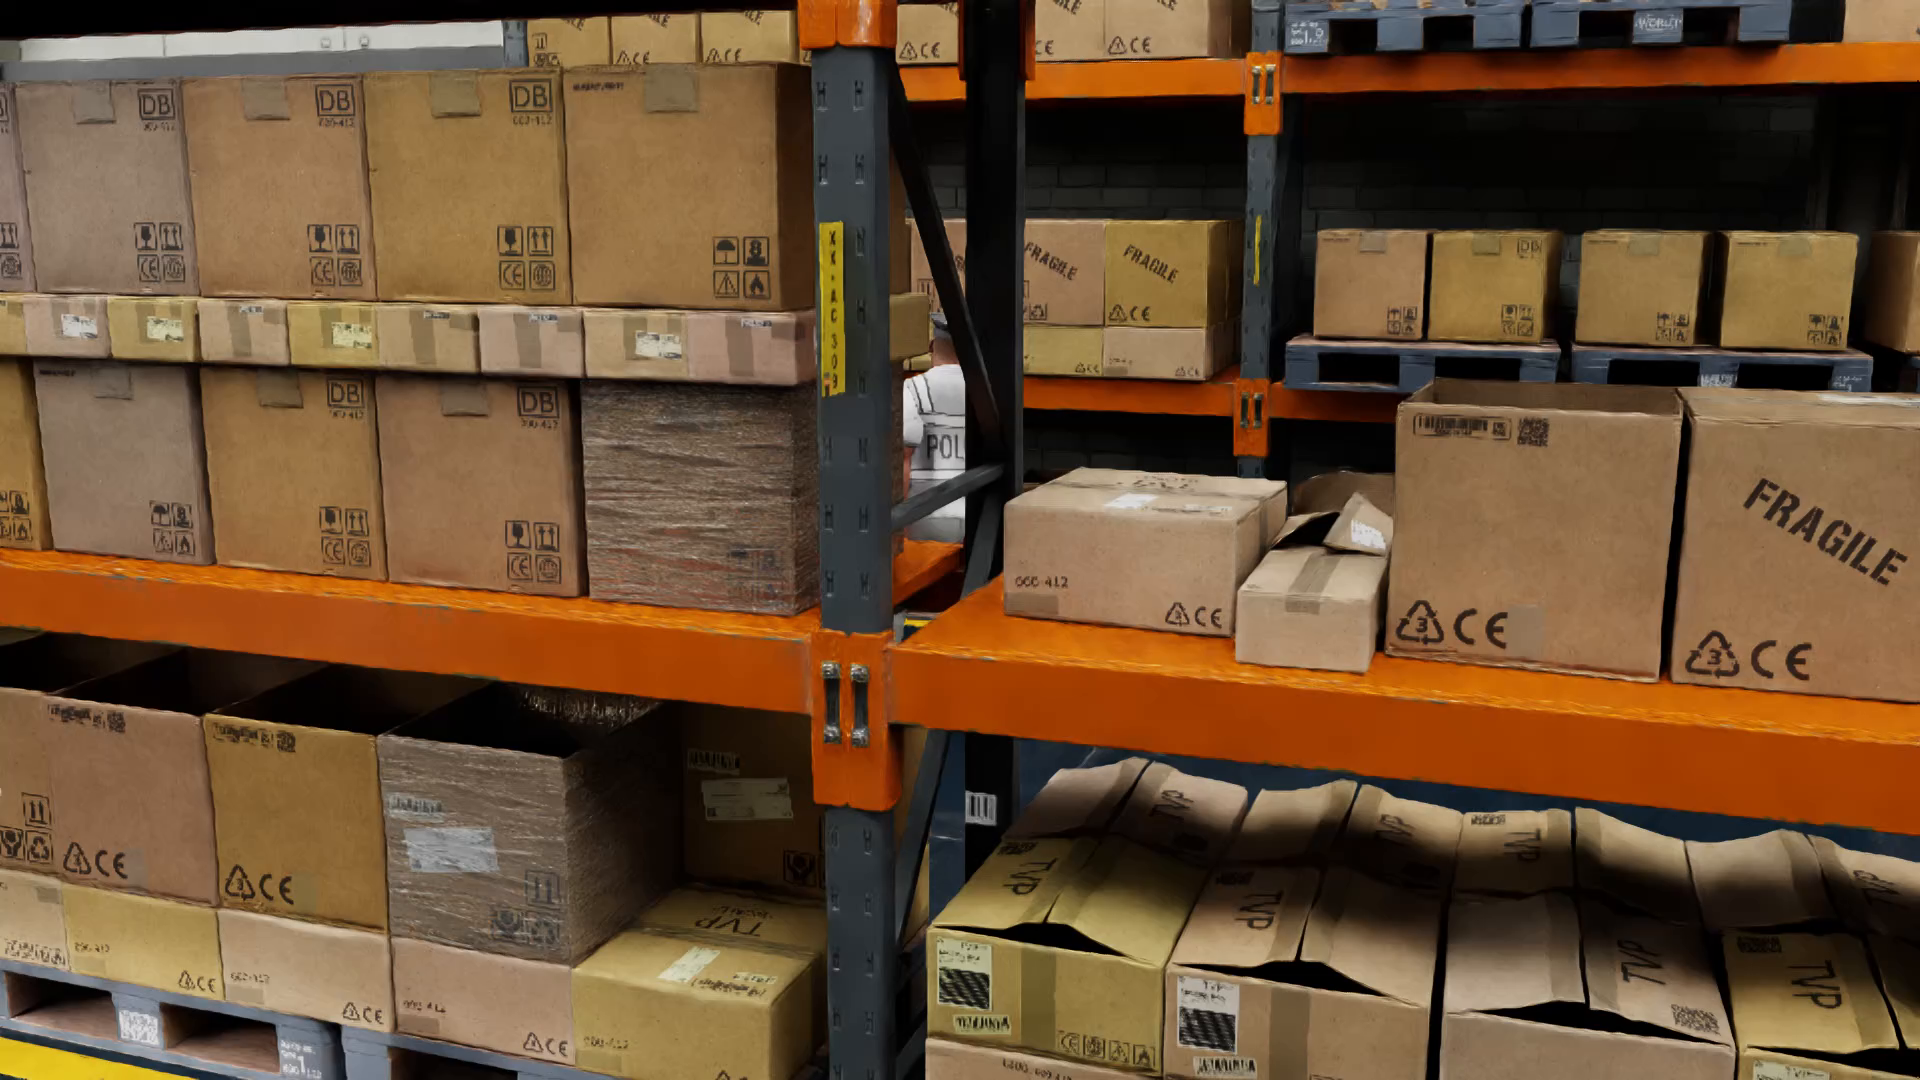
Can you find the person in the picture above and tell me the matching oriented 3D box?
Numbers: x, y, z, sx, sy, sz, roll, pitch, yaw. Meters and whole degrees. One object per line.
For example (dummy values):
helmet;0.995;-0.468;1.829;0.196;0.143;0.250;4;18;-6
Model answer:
person;-0.111;-0.085;6.937;0.827;1.695;0.603;-6;13;-27
